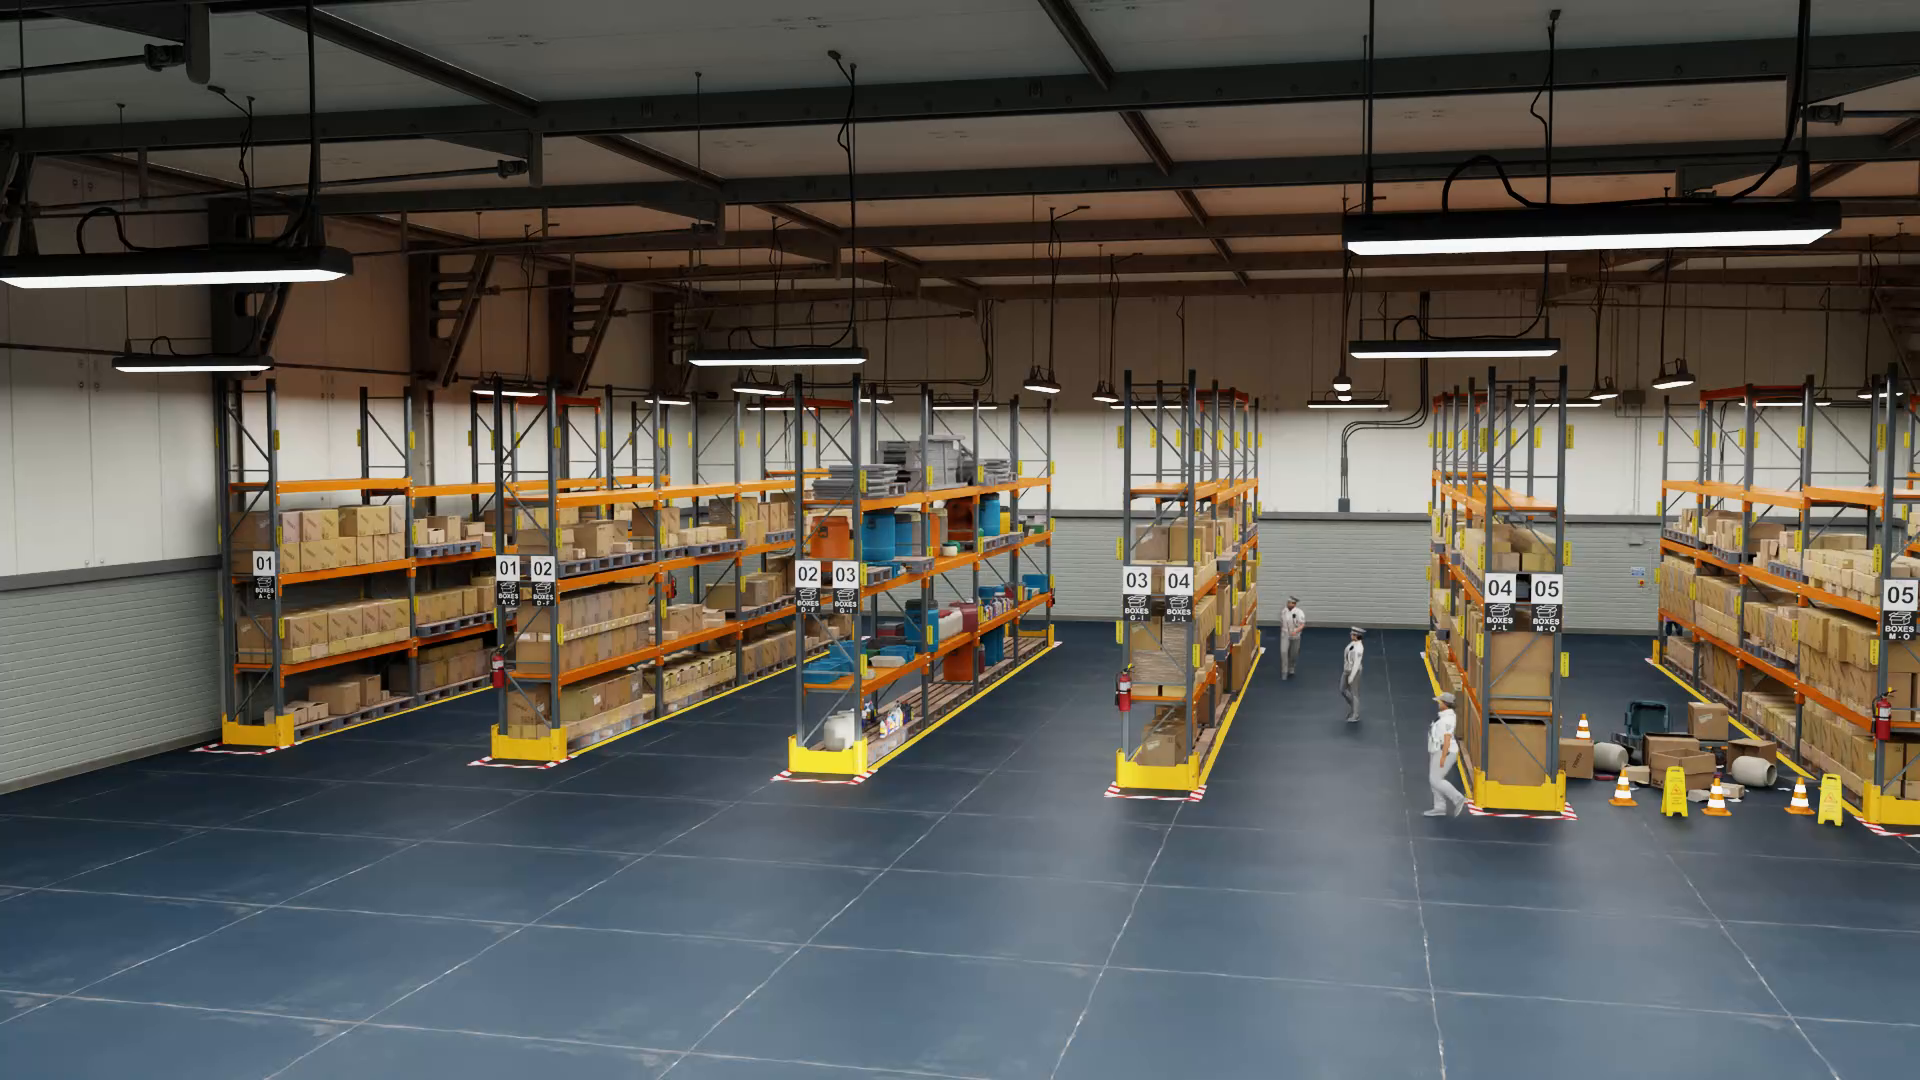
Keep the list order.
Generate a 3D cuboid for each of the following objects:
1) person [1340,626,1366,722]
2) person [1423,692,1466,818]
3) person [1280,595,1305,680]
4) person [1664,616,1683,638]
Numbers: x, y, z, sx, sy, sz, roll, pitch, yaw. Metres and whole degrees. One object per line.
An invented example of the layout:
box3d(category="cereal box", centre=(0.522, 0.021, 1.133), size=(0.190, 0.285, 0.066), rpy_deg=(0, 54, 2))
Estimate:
box3d(category="person", centre=(7.019, 2.382, 29.712), size=(0.400, 1.688, 0.575), rpy_deg=(-1, 4, -12))
box3d(category="person", centre=(6.422, 2.846, 22.045), size=(0.507, 1.660, 0.496), rpy_deg=(0, 3, 0))
box3d(category="person", centre=(7.019, 2.043, 35.101), size=(0.505, 1.768, 0.985), rpy_deg=(1, 4, 13))
box3d(category="person", centre=(16.534, 1.901, 38.443), size=(0.502, 1.609, 0.339), rpy_deg=(2, 4, 28))
